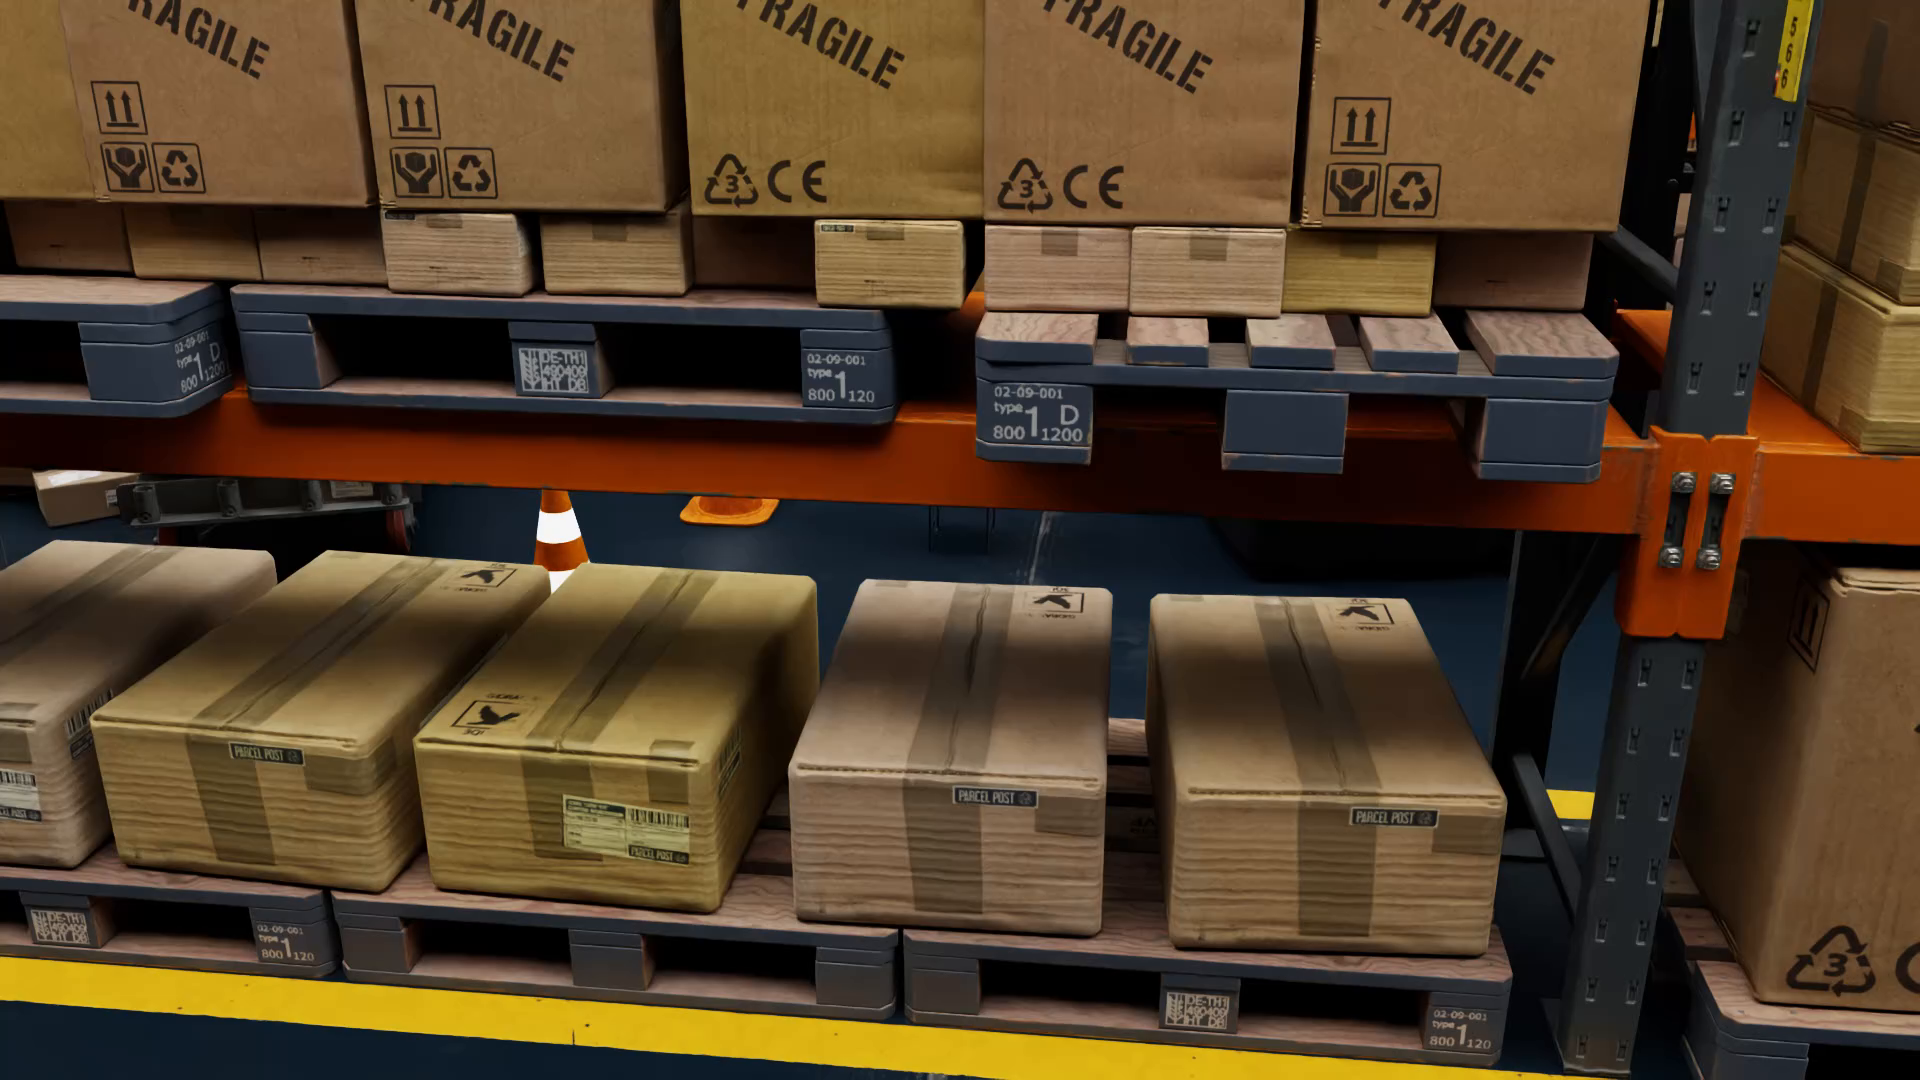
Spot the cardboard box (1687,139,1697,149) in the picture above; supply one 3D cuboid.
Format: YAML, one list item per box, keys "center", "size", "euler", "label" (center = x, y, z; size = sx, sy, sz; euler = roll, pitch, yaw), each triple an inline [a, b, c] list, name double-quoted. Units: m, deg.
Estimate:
- center: [4.924, -3.233, 12.356]
  size: [0.875, 0.875, 1.225]
  euler: [2, 22, 4]
  label: "cardboard box"

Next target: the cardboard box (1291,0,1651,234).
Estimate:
- center: [0.827, -0.820, 2.823]
  size: [0.500, 0.500, 0.500]
  euler: [2, 22, 5]
  label: "cardboard box"

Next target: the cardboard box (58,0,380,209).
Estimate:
- center: [-1.242, -0.902, 3.030]
  size: [0.500, 0.500, 0.500]
  euler: [2, 22, 6]
  label: "cardboard box"

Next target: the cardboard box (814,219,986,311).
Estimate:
- center: [-0.096, -0.529, 2.969]
  size: [0.250, 0.149, 0.380]
  euler: [3, 22, 7]
  label: "cardboard box"

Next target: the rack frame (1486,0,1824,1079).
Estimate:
- center: [1.311, -0.522, 3.180]
  size: [0.127, 3.000, 1.000]
  euler: [2, 22, 6]
  label: "rack frame"

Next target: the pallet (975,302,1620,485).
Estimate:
- center: [0.591, -0.425, 3.195]
  size: [1.003, 0.211, 1.213]
  euler: [2, 22, 6]
  label: "pallet"

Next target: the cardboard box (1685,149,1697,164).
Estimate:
- center: [3.509, -1.736, 8.059]
  size: [0.500, 0.250, 0.500]
  euler: [3, 22, 8]
  label: "cardboard box"

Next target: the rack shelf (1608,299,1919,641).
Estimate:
- center: [3.297, -0.101, 3.094]
  size: [4.000, 0.370, 1.077]
  euler: [2, 22, 6]
  label: "rack shelf"

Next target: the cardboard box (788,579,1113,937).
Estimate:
- center: [0.017, 0.448, 3.730]
  size: [0.625, 0.372, 0.950]
  euler: [2, 22, 5]
  label: "cardboard box"

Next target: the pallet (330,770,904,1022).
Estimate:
- center: [-0.673, 0.687, 3.916]
  size: [1.213, 0.211, 1.003]
  euler: [2, 22, 6]
  label: "pallet"

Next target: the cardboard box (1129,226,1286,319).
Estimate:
- center: [0.428, -0.508, 2.916]
  size: [0.250, 0.149, 0.380]
  euler: [2, 22, 6]
  label: "cardboard box"

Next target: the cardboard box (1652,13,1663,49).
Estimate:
- center: [3.016, -2.285, 7.409]
  size: [0.250, 0.149, 0.380]
  euler: [3, 22, 9]
  label: "cardboard box"

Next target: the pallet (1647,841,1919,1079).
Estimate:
- center: [2.085, 0.836, 3.537]
  size: [1.213, 0.211, 1.003]
  euler: [2, 22, 6]
  label: "pallet"

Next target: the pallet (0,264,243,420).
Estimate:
- center: [-1.919, -0.520, 3.435]
  size: [1.213, 0.211, 1.003]
  euler: [2, 22, 6]
  label: "pallet"

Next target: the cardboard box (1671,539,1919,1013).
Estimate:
- center: [1.987, 0.331, 3.341]
  size: [0.875, 0.875, 0.875]
  euler: [2, 22, 6]
  label: "cardboard box"

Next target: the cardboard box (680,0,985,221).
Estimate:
- center: [-0.189, -0.860, 2.923]
  size: [0.500, 0.500, 0.500]
  euler: [1, 22, 3]
  label: "cardboard box"

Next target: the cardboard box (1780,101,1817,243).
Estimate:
- center: [1.822, -0.756, 3.297]
  size: [0.500, 0.250, 0.500]
  euler: [2, 22, 6]
  label: "cardboard box"

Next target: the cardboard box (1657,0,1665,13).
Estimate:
- center: [3.035, -2.424, 7.357]
  size: [0.250, 0.149, 0.380]
  euler: [3, 22, 7]
  label: "cardboard box"

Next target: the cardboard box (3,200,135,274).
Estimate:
- center: [-1.612, -0.636, 3.239]
  size: [0.250, 0.149, 0.380]
  euler: [4, 22, 10]
  label: "cardboard box"

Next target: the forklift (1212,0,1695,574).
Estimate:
- center: [2.396, -1.471, 5.673]
  size: [3.031, 2.935, 1.130]
  euler: [-3, 22, -6]
  label: "forklift"

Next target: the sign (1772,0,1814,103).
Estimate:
- center: [1.257, -0.825, 2.480]
  size: [0.005, 0.325, 0.100]
  euler: [2, 22, 6]
  label: "sign"

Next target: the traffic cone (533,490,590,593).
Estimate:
- center: [-1.265, 0.027, 5.241]
  size: [0.334, 0.463, 0.336]
  euler: [2, 22, 6]
  label: "traffic cone"

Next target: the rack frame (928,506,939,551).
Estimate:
- center: [-0.093, -0.423, 5.785]
  size: [0.006, 0.900, 0.240]
  euler: [2, 22, 6]
  label: "rack frame"

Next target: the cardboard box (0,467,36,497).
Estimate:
- center: [-3.661, -0.581, 6.541]
  size: [0.503, 0.637, 0.797]
  euler: [2, 22, 6]
  label: "cardboard box"

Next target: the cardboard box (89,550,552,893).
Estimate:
- center: [-1.426, 0.383, 3.893]
  size: [0.625, 0.372, 0.950]
  euler: [4, 22, 10]
  label: "cardboard box"

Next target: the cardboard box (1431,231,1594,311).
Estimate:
- center: [0.958, -0.529, 2.968]
  size: [0.250, 0.149, 0.380]
  euler: [3, 22, 8]
  label: "cardboard box"

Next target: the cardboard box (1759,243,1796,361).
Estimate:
- center: [1.844, -0.525, 3.392]
  size: [0.500, 0.250, 0.500]
  euler: [2, 22, 4]
  label: "cardboard box"

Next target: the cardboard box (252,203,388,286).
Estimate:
- center: [-1.116, -0.598, 3.143]
  size: [0.250, 0.149, 0.380]
  euler: [3, 22, 7]
  label: "cardboard box"

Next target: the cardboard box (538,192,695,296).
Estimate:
- center: [-0.590, -0.567, 3.064]
  size: [0.250, 0.149, 0.380]
  euler: [2, 22, 5]
  label: "cardboard box"

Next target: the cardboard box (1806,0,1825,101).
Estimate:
- center: [1.855, -1.107, 3.163]
  size: [0.500, 0.500, 0.500]
  euler: [2, 22, 5]
  label: "cardboard box"

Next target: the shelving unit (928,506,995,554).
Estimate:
- center: [0.008, -0.418, 5.773]
  size: [0.210, 0.900, 0.258]
  euler: [2, 22, 6]
  label: "shelving unit"

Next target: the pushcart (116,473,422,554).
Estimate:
- center: [-2.442, -0.310, 6.211]
  size: [0.936, 0.377, 1.648]
  euler: [-5, 22, -12]
  label: "pushcart"
